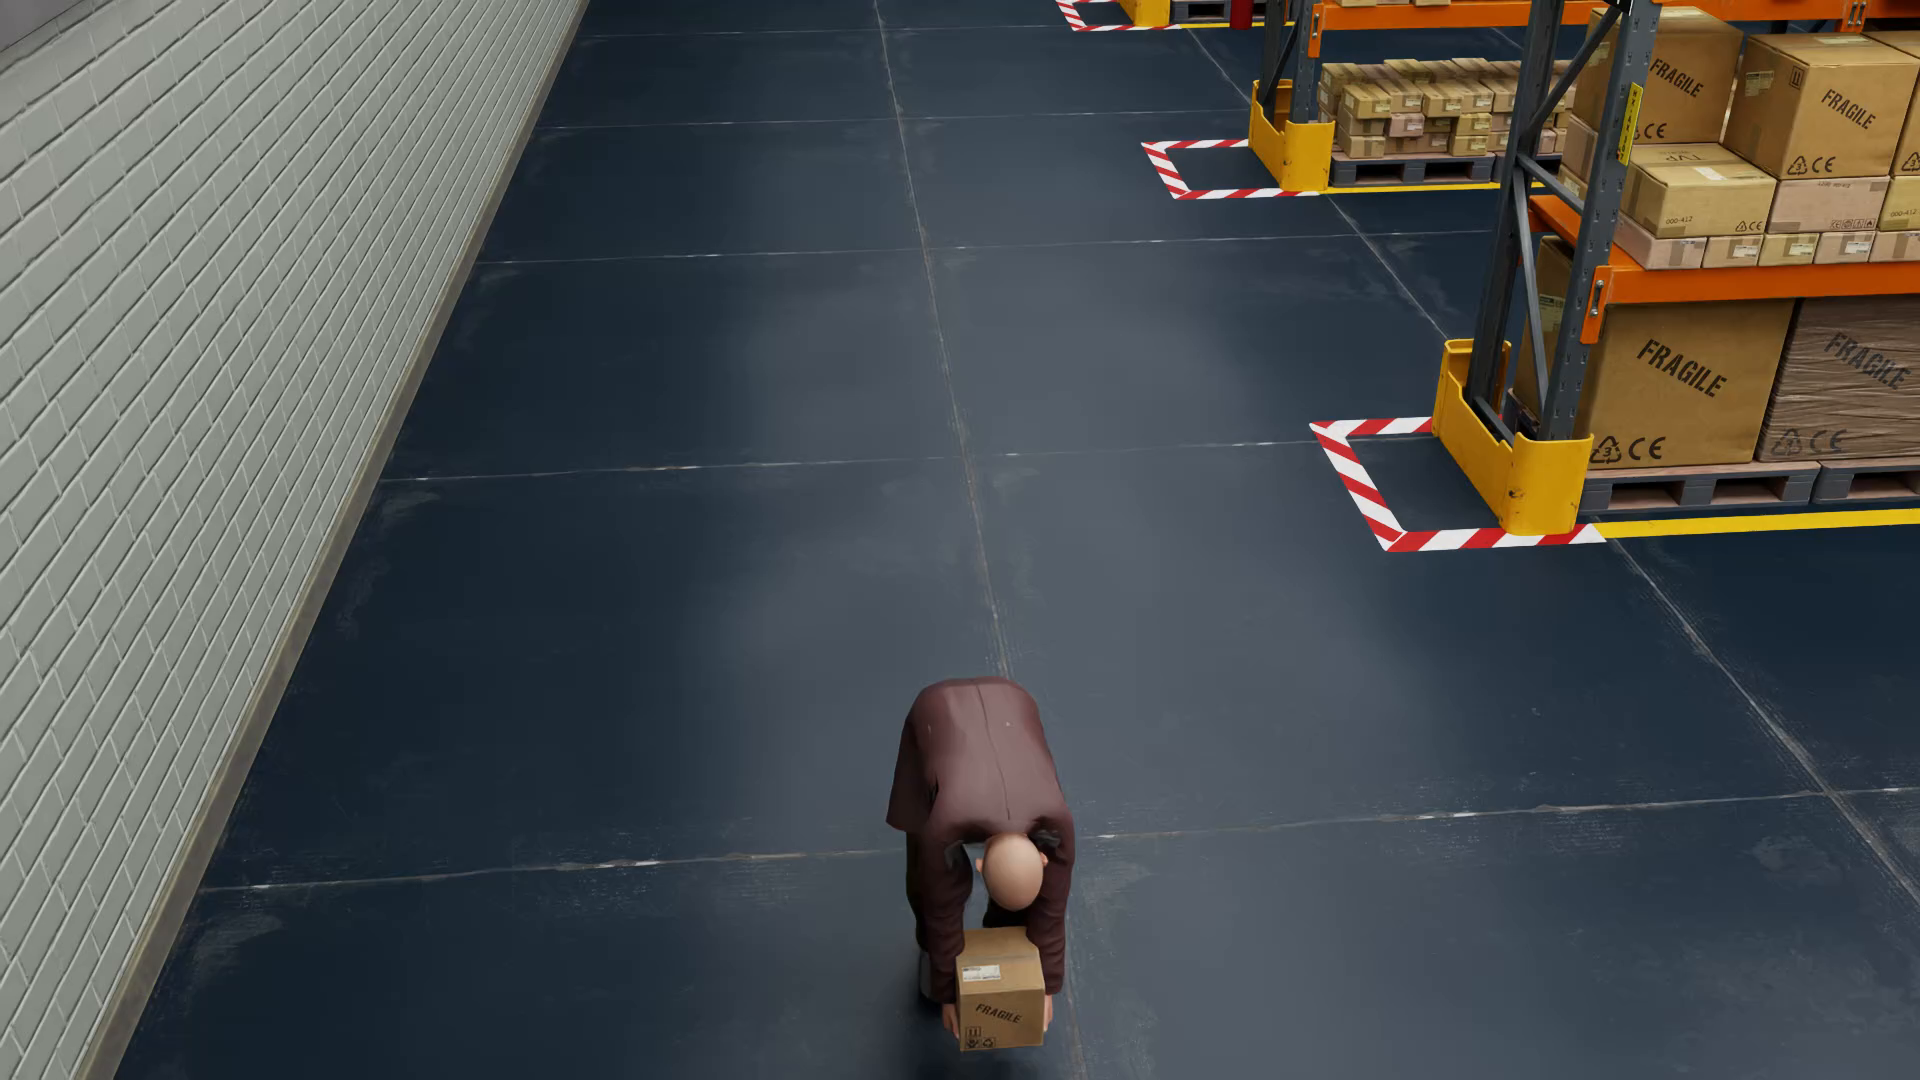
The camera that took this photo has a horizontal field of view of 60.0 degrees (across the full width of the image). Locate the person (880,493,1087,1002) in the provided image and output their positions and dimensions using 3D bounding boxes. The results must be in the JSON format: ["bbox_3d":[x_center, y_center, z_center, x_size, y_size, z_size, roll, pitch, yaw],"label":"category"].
[{"bbox_3d":[0.075,0.624,5.098,0.643,1.772,0.429,-4,31,-7],"label":"person"}]
